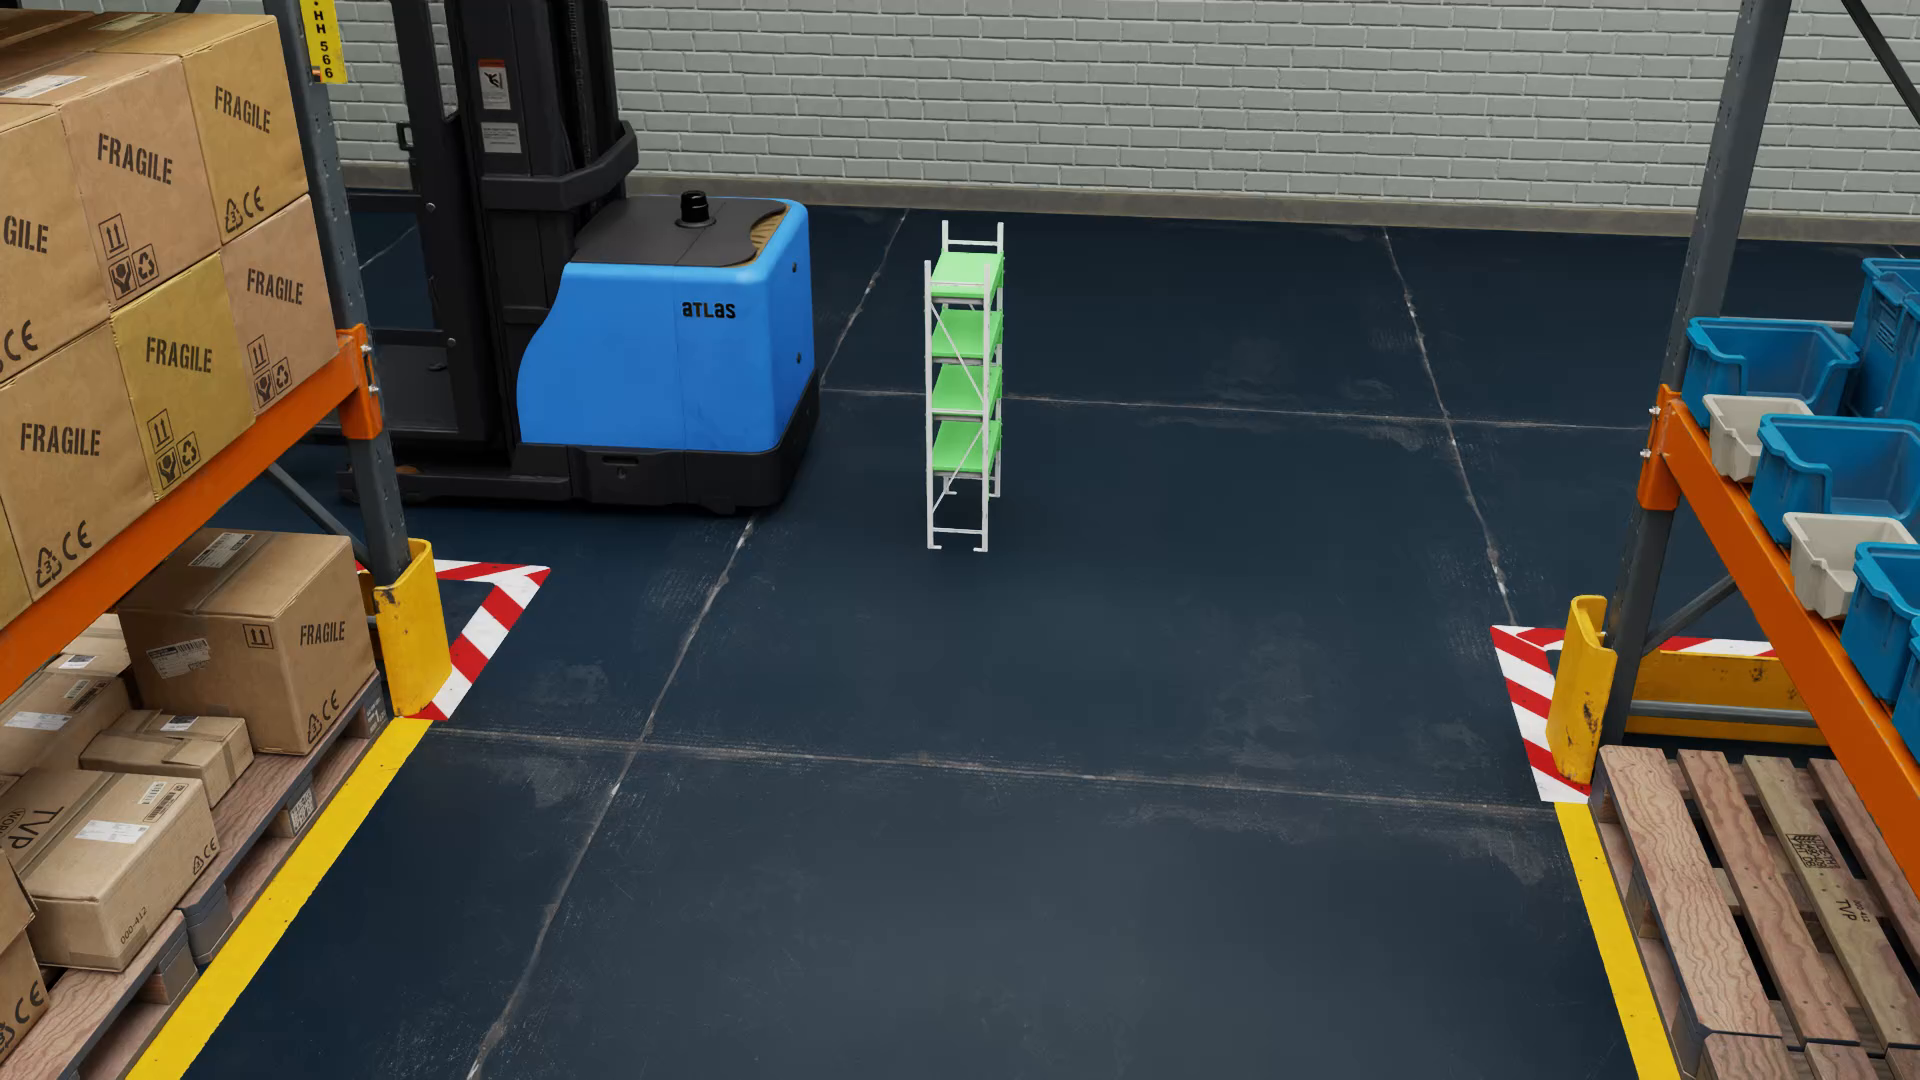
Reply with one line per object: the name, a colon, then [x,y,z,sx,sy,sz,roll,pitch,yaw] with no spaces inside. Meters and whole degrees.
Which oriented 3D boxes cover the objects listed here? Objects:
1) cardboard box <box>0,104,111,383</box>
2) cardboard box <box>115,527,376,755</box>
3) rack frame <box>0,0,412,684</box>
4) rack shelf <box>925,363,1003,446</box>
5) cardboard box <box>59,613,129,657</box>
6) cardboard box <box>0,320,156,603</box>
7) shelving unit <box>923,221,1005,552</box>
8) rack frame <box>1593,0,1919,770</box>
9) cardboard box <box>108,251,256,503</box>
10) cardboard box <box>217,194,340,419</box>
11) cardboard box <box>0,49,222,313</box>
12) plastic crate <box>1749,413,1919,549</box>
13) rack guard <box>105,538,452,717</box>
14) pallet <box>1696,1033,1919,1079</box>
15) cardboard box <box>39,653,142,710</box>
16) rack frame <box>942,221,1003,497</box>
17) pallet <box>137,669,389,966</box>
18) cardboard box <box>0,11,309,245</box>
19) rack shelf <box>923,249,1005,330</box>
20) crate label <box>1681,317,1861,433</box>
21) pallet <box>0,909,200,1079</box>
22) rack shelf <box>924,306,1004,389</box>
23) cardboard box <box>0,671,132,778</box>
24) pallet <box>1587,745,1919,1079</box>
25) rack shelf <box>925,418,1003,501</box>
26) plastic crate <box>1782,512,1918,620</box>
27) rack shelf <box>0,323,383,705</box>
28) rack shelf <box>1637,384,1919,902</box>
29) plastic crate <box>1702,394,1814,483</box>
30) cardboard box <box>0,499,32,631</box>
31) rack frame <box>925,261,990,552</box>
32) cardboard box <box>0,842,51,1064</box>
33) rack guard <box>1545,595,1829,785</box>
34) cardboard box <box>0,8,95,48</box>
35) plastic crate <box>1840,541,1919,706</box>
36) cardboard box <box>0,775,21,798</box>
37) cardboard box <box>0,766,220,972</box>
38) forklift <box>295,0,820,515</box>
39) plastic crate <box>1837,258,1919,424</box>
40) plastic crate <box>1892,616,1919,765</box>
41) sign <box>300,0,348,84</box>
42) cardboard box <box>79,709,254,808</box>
cardboard box: [-2.284,-0.645,3.626,0.500,0.500,0.500,4,29,8]
cardboard box: [-2.205,0.308,5.187,0.500,0.500,0.500,3,28,6]
rack frame: [-2.383,-0.869,5.200,1.000,3.000,0.127,3,28,6]
rack shelf: [0.020,-0.550,6.640,0.258,0.148,0.480,3,28,6]
cardboard box: [-2.775,0.370,5.443,0.380,0.149,0.250,3,28,6]
cardboard box: [-2.294,-0.207,3.867,0.500,0.500,0.500,4,29,7]
shelving unit: [0.020,-0.606,6.610,0.258,1.200,0.503,3,28,6]
rack frame: [2.533,-0.579,4.663,1.000,3.000,0.127,3,28,6]
cardboard box: [-2.227,-0.442,4.302,0.500,0.500,0.500,4,29,7]
cardboard box: [-2.167,-0.686,4.756,0.500,0.500,0.500,4,29,8]
cardboard box: [-2.225,-0.890,4.079,0.500,0.500,0.500,4,29,8]
plastic crate: [2.095,-0.125,3.933,0.416,0.233,0.300,3,28,6]
rack guard: [-2.392,0.267,5.727,1.175,0.500,0.348,3,28,6]
pallet: [2.241,1.607,3.545,1.003,0.211,1.213,3,28,6]
cardboard box: [-2.806,0.480,5.221,0.380,0.166,0.250,3,28,6]
rack frame: [0.050,-0.721,6.823,0.240,1.200,0.015,3,28,6]
pallet: [-2.489,0.770,5.099,1.003,0.211,1.213,3,28,6]
cardboard box: [-2.164,-1.128,4.521,0.500,0.500,0.500,3,28,6]
rack shelf: [0.020,-0.972,6.413,0.258,0.148,0.480,3,28,6]
crate label: [2.176,-0.435,4.508,0.416,0.233,0.303,3,28,6]
pallet: [-2.641,1.343,4.036,1.003,0.211,1.213,3,28,6]
rack shelf: [0.020,-0.761,6.527,0.258,0.148,0.480,3,28,6]
cardboard box: [-2.792,0.623,4.867,0.500,0.250,0.500,3,28,6]
pallet: [2.393,1.034,4.608,1.003,0.211,1.213,3,28,6]
rack shelf: [0.020,-0.339,6.754,0.258,0.148,0.480,3,28,6]
plastic crate: [1.971,0.073,3.667,0.250,0.136,0.298,3,28,6]
rack shelf: [-2.628,0.389,3.623,1.077,0.370,4.000,3,28,6]
rack shelf: [2.288,0.679,3.086,1.077,0.370,4.000,3,28,6]
plastic crate: [2.055,-0.246,4.259,0.250,0.136,0.298,3,28,6]
cardboard box: [-2.356,0.030,3.427,0.500,0.500,0.500,3,28,5]
rack frame: [-0.010,-0.491,6.397,0.240,1.200,0.015,3,28,6]
cardboard box: [-2.648,1.035,3.835,0.797,0.503,0.637,3,28,6]
rack guard: [2.523,0.509,5.278,1.175,0.500,0.348,3,28,6]
cardboard box: [-2.699,-1.160,4.580,0.500,0.500,0.500,4,29,8]
plastic crate: [2.015,0.185,3.358,0.416,0.233,0.300,3,28,6]
cardboard box: [-2.853,0.858,4.430,0.500,0.250,0.500,3,28,6]
cardboard box: [-2.351,0.864,4.420,0.500,0.250,0.500,3,28,6]
forklift: [-2.199,-1.680,6.778,3.031,2.935,1.130,3,28,5]
plastic crate: [2.677,-0.453,4.327,0.616,0.435,0.499,3,28,6]
plastic crate: [1.978,0.326,3.095,0.416,0.233,0.300,3,28,6]
sign: [-1.834,-1.476,4.773,0.100,0.325,0.005,3,28,6]
cardboard box: [-2.344,0.640,4.922,0.380,0.166,0.250,3,28,6]
